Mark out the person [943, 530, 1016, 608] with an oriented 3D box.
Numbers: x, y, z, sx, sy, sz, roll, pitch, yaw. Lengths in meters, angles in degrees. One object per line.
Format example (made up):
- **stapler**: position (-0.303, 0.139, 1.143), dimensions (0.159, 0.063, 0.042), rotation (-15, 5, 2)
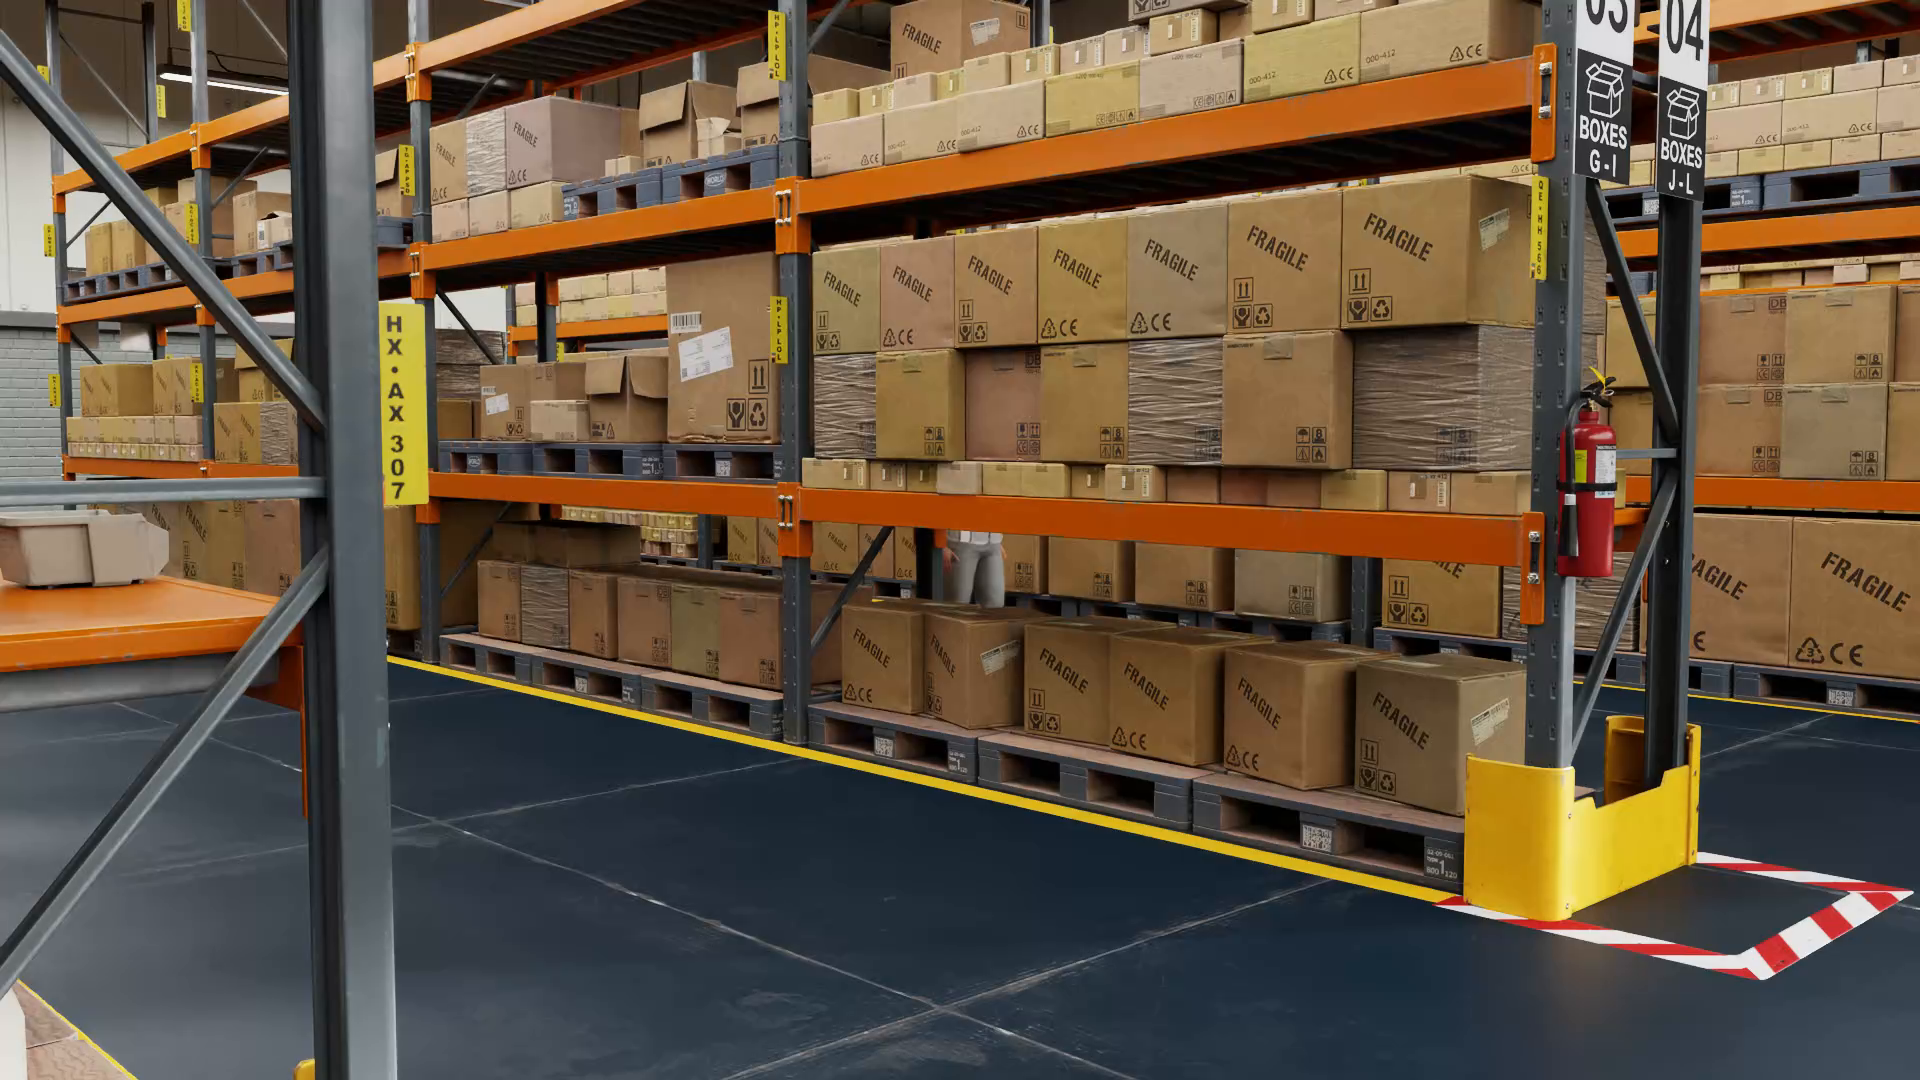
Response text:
- **person**: position (0.073, 0.046, 10.349), dimensions (0.547, 1.722, 0.440), rotation (-4, 5, -42)
